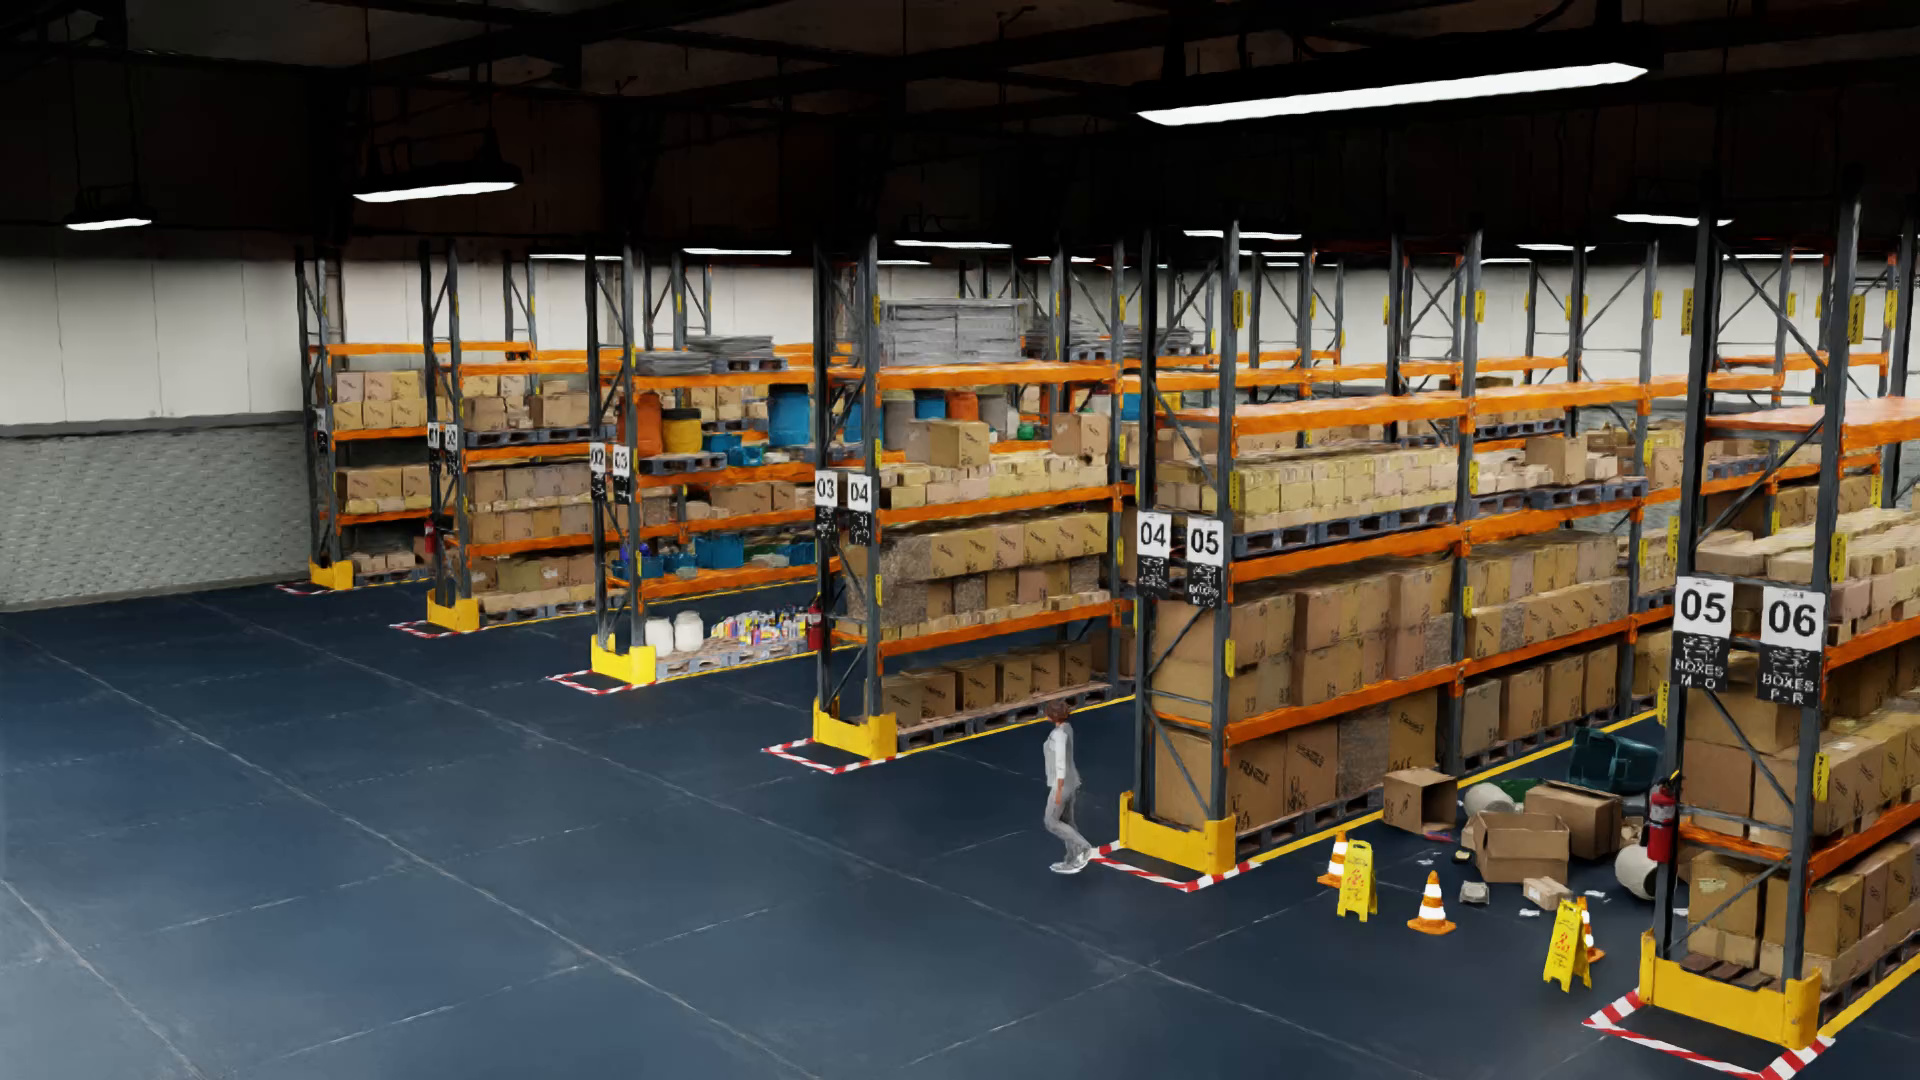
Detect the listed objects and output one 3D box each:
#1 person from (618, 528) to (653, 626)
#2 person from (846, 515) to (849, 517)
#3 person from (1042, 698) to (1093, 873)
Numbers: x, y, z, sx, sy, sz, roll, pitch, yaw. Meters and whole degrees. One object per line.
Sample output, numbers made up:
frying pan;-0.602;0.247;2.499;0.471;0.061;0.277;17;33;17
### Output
person;-5.001;0.581;25.926;0.627;1.596;0.794;5;10;28
person;-2.164;-0.686;34.488;0.639;1.632;0.506;8;12;44
person;0.974;2.208;14.892;0.462;1.593;0.440;2;9;14
